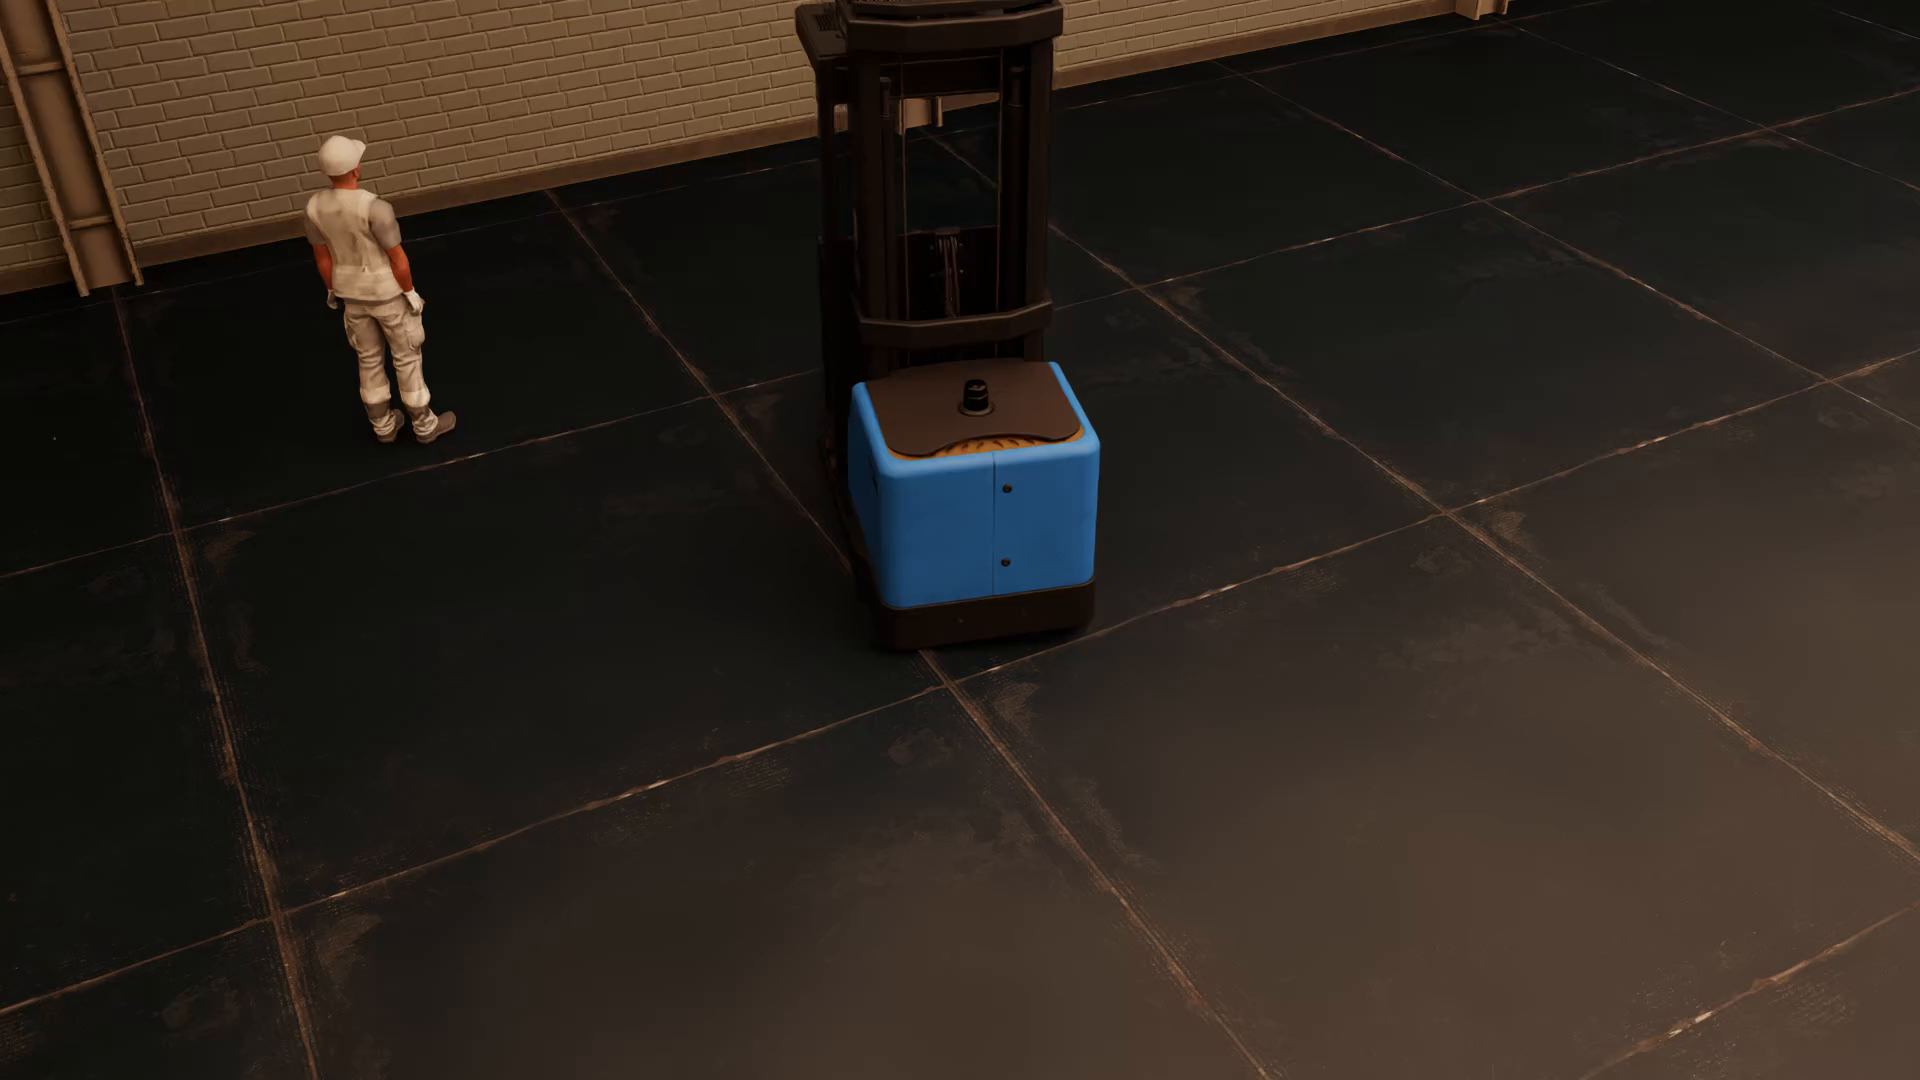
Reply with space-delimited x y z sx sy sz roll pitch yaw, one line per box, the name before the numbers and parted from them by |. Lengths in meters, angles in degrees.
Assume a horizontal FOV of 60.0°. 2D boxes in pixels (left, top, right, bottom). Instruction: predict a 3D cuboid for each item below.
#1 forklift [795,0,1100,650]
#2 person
forklift | -0.169 -1.529 8.286 1.130 2.935 3.031 -7 36 -10
person | -3.173 -1.343 9.012 0.534 1.795 0.371 5 36 7
